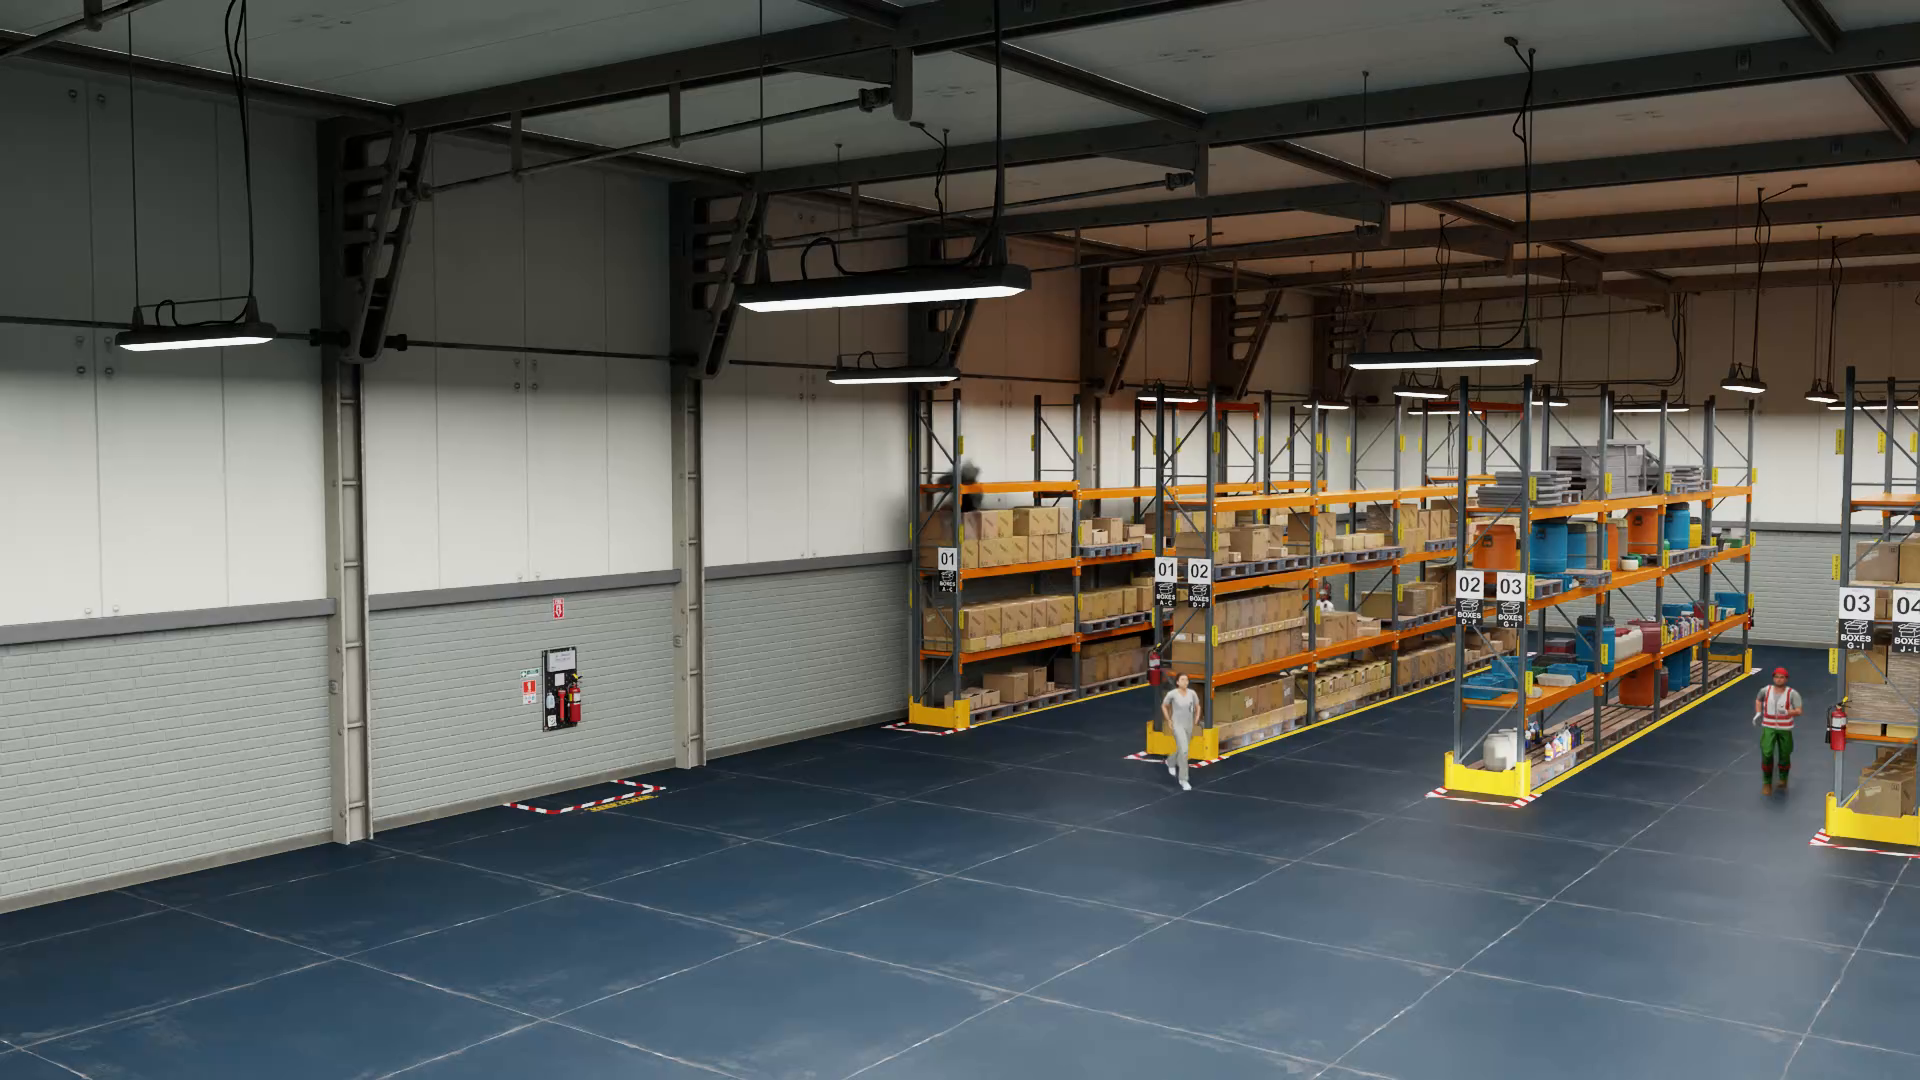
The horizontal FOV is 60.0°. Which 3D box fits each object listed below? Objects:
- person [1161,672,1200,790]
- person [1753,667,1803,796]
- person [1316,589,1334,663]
[{"bbox_3d":[3.242,2.784,24.496,0.565,1.675,0.835,-1,3,-19],"label":"person"},{"bbox_3d":[11.733,2.747,23.878,0.648,1.847,0.773,2,4,30],"label":"person"},{"bbox_3d":[8.292,1.976,38.045,0.564,1.720,0.876,2,4,26],"label":"person"}]
